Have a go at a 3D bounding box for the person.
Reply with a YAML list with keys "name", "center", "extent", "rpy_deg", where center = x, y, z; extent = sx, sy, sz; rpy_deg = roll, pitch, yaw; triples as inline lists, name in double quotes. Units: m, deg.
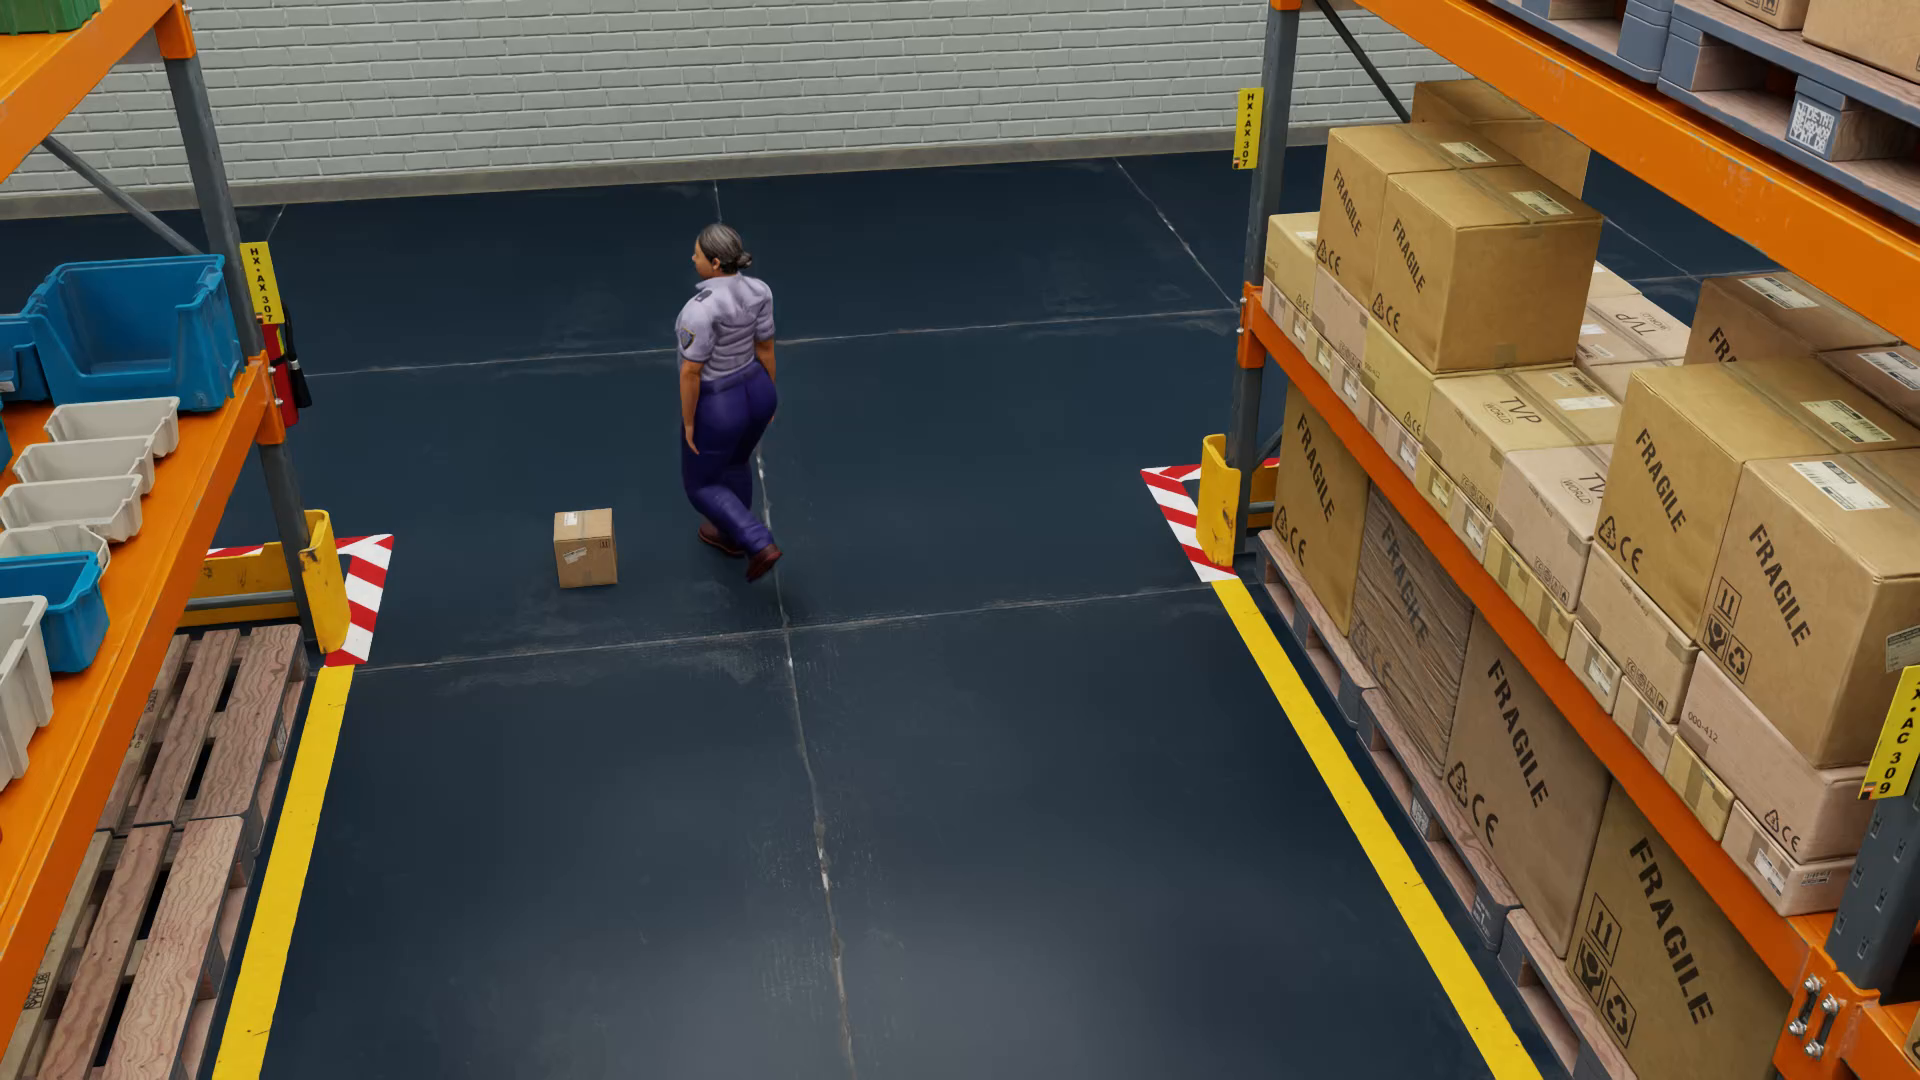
- name: "person"
  center: [-0.995, -0.571, 7.091]
  extent: [0.725, 1.619, 0.492]
  rpy_deg: [23, 38, 33]
